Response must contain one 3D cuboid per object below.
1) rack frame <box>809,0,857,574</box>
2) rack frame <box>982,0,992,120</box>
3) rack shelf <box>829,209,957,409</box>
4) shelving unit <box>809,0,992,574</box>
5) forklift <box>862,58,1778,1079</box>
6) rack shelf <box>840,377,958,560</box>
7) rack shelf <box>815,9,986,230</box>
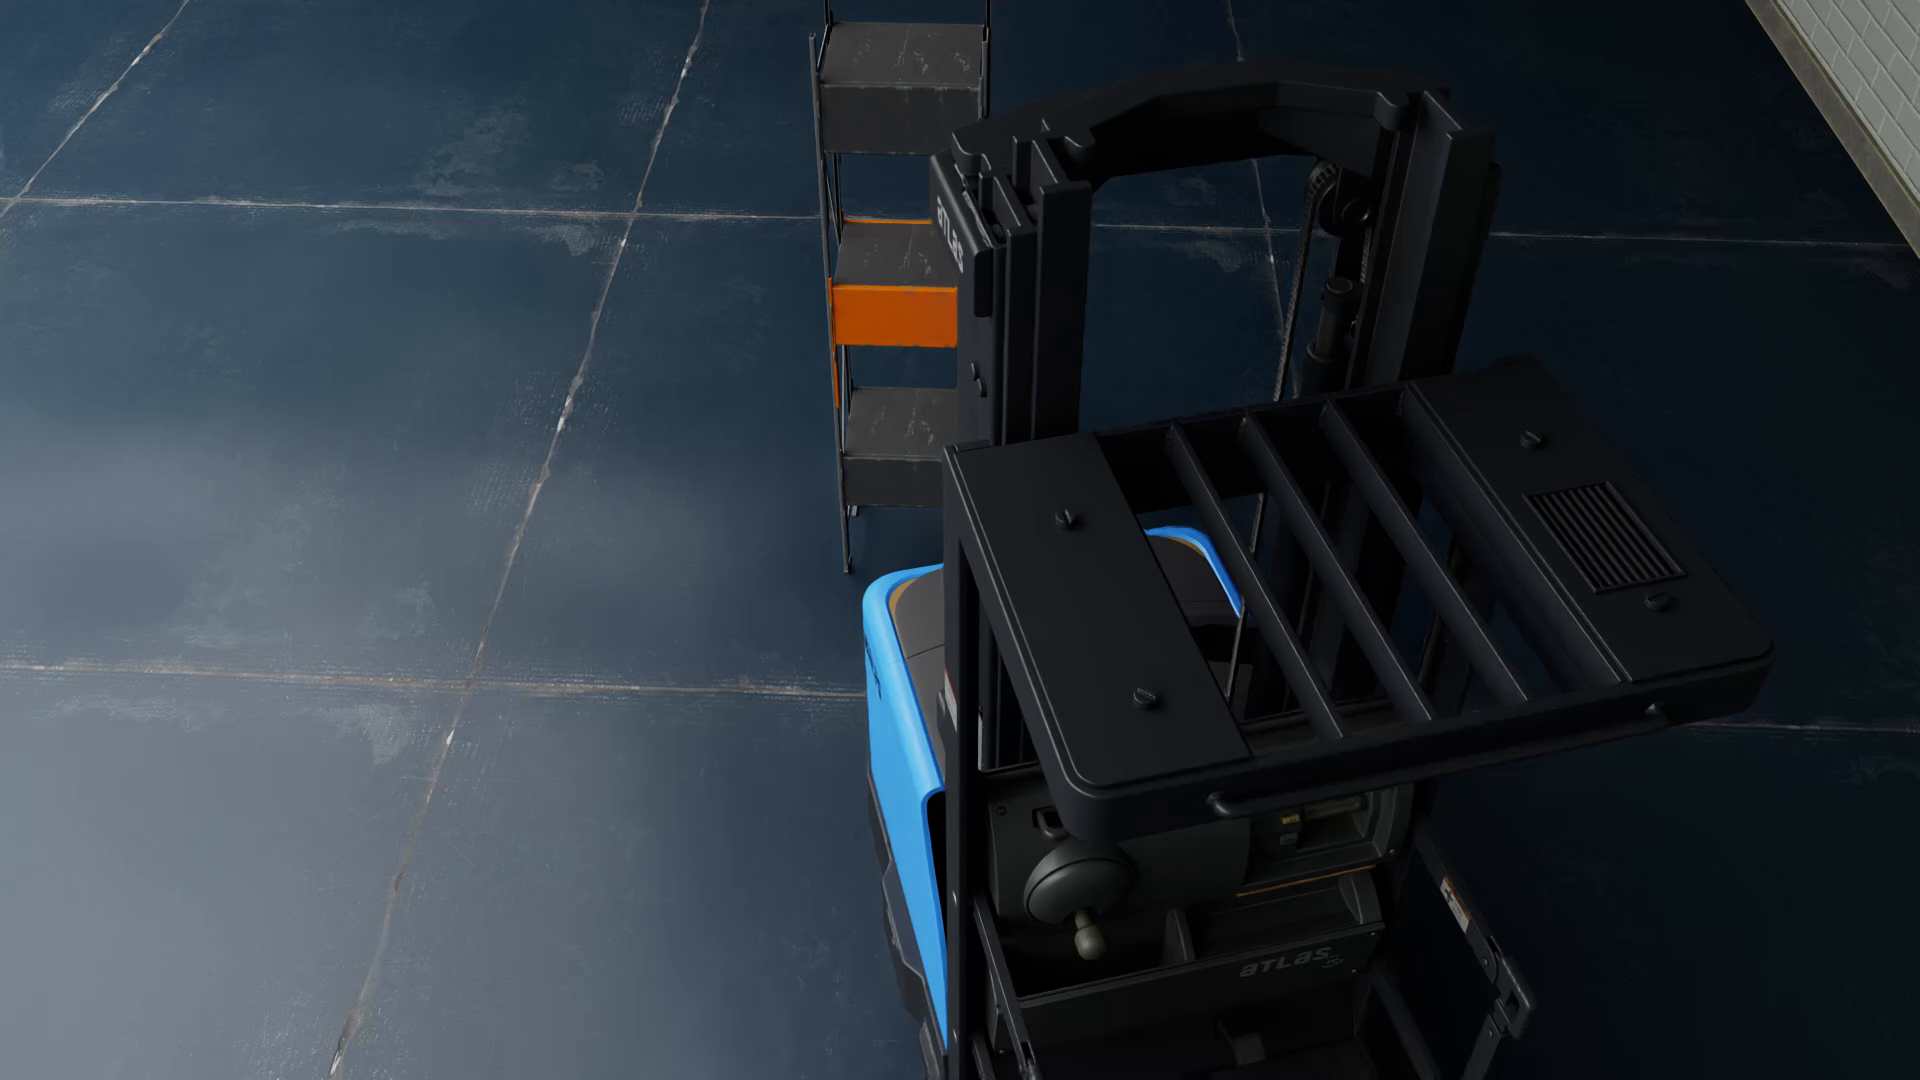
[{"bbox_3d":[-0.409,-0.781,5.548,0.015,2.100,0.400,2,43,2],"label":"rack frame"},{"bbox_3d":[0.078,-0.766,5.532,0.015,2.100,0.400,2,43,2],"label":"rack frame"},{"bbox_3d":[-0.165,-0.763,5.549,0.480,0.518,0.431,2,43,2],"label":"rack shelf"},{"bbox_3d":[-0.165,-0.773,5.540,0.503,2.100,0.431,2,43,2],"label":"shelving unit"},{"bbox_3d":[0.570,0.707,3.341,1.130,2.935,3.031,-10,44,-10],"label":"forklift"},{"bbox_3d":[-0.165,-0.251,6.026,0.480,0.518,0.431,2,43,2],"label":"rack shelf"},{"bbox_3d":[-0.165,-1.276,5.072,0.480,0.518,0.431,2,43,2],"label":"rack shelf"}]
